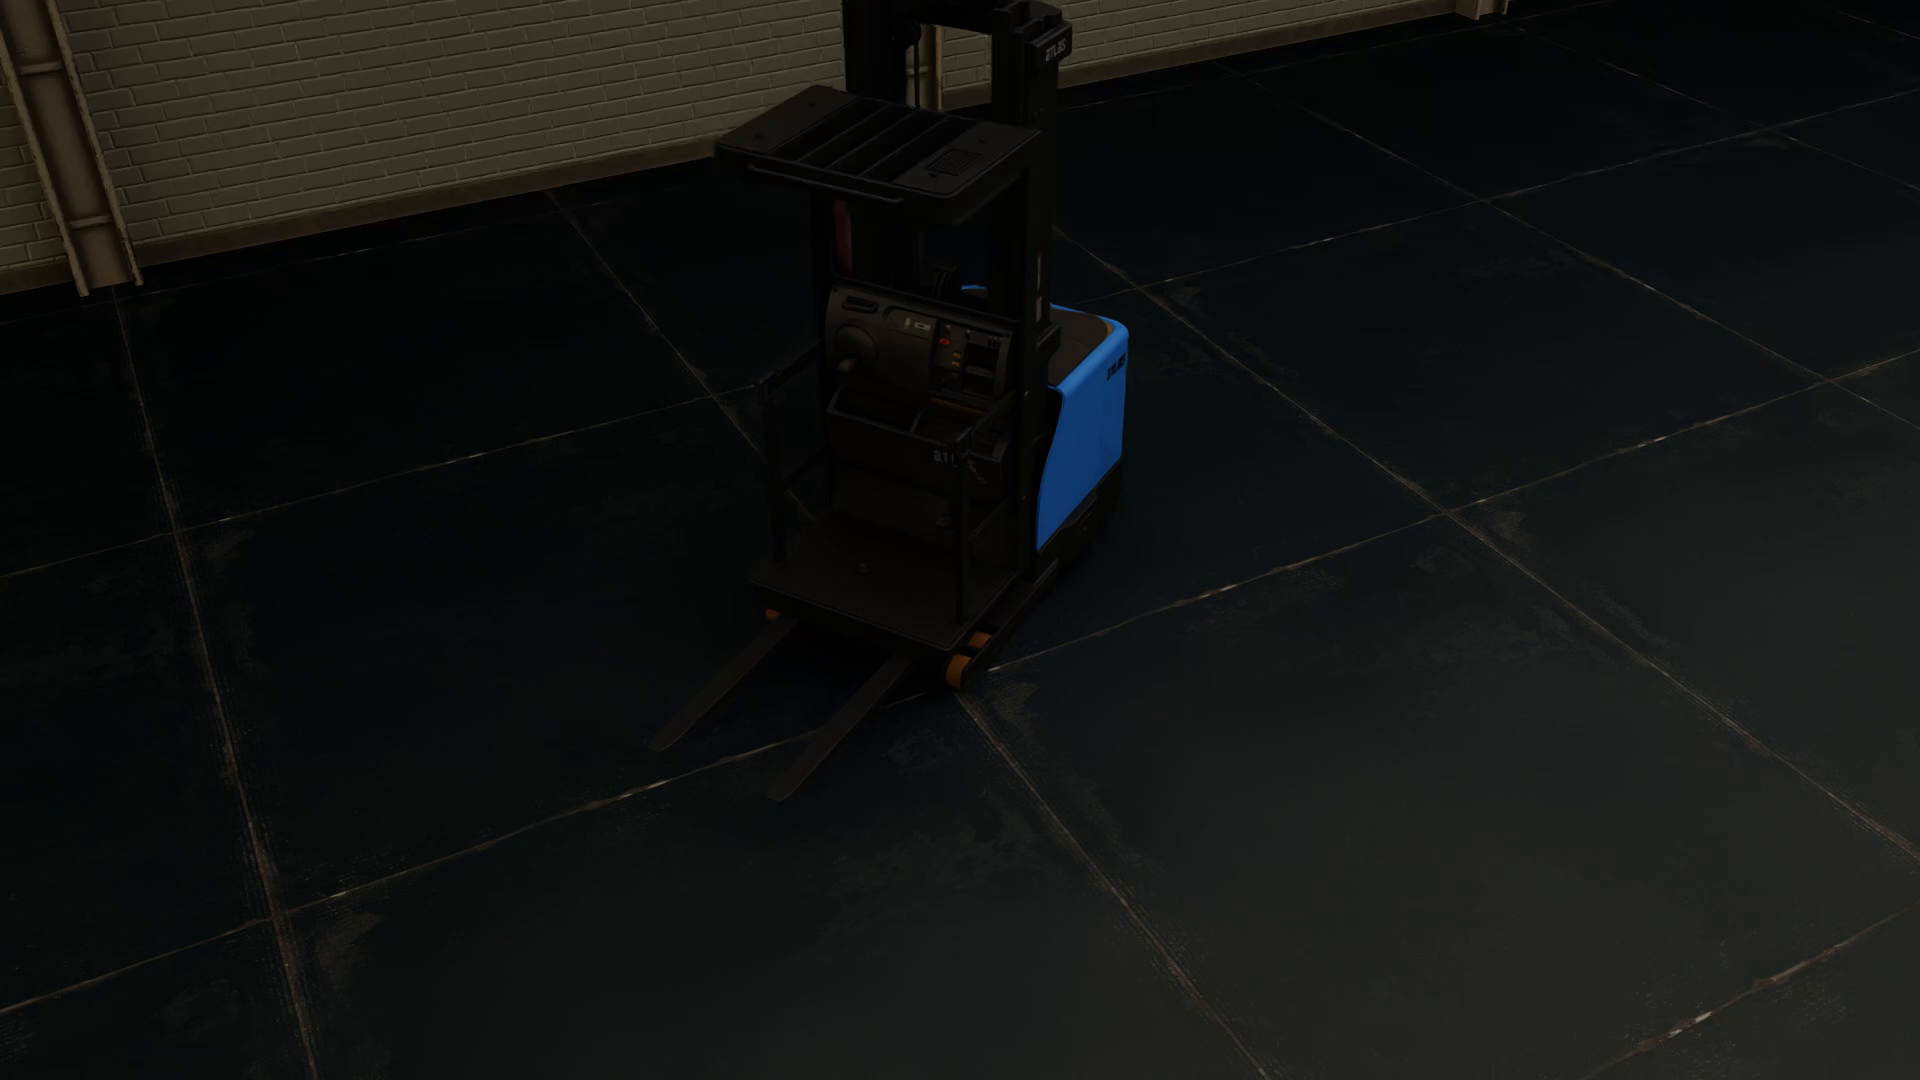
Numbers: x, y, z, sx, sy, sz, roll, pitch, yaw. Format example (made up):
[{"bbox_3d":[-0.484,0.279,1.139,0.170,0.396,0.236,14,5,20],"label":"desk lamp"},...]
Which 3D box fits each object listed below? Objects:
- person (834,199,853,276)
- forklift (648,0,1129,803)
[{"bbox_3d":[-0.365,-1.285,9.090,0.745,1.599,0.817,-10,37,-14],"label":"person"},{"bbox_3d":[-0.294,-0.804,7.261,1.130,2.935,3.031,18,39,23],"label":"forklift"}]
